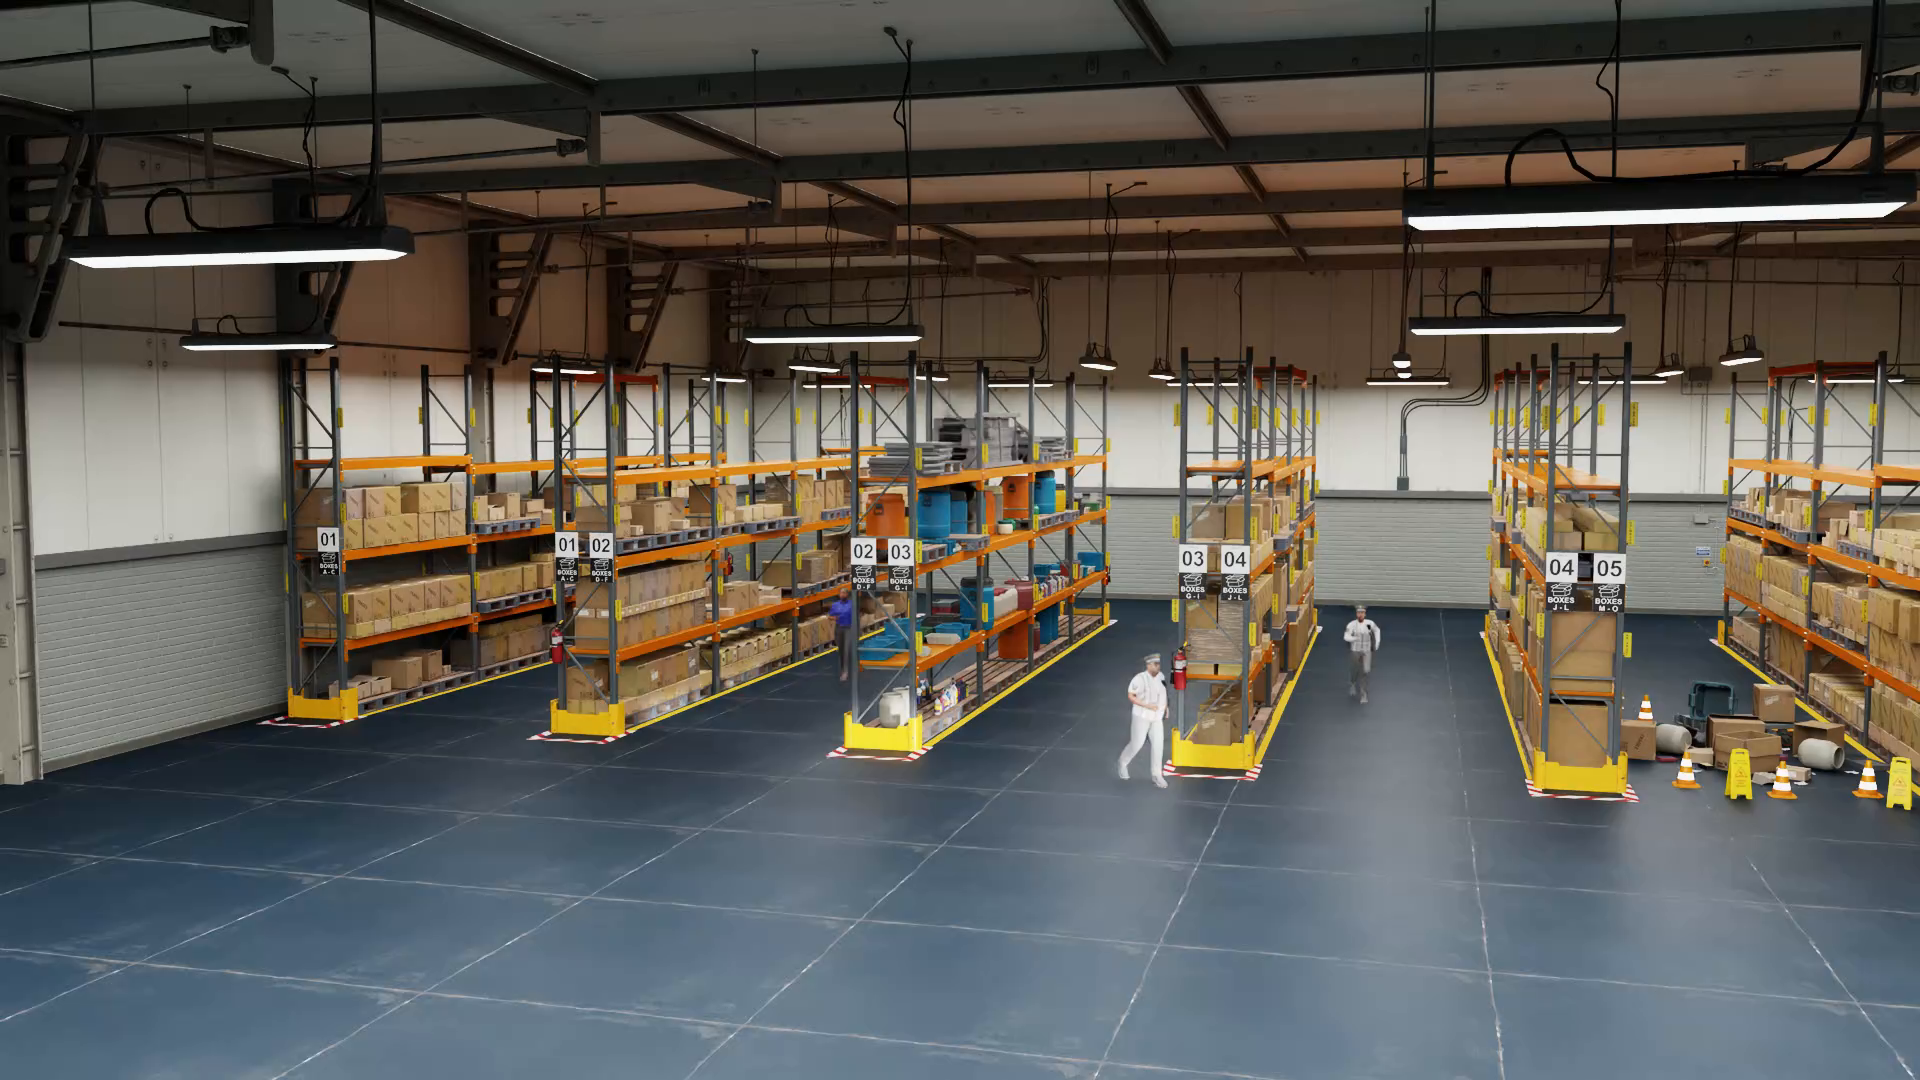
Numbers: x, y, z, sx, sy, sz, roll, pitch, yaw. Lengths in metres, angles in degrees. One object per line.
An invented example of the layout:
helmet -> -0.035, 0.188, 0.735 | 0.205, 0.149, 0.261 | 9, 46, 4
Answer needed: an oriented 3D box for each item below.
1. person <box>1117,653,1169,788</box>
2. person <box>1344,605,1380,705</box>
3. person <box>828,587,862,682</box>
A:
person -> 2.602, 2.432, 22.850 | 0.722, 1.788, 0.898 | -3, 5, -34
person -> 7.112, 1.998, 29.442 | 0.625, 1.740, 0.882 | 1, 4, 12
person -> -2.092, 1.699, 30.028 | 0.575, 1.693, 0.889 | 1, 4, 9
